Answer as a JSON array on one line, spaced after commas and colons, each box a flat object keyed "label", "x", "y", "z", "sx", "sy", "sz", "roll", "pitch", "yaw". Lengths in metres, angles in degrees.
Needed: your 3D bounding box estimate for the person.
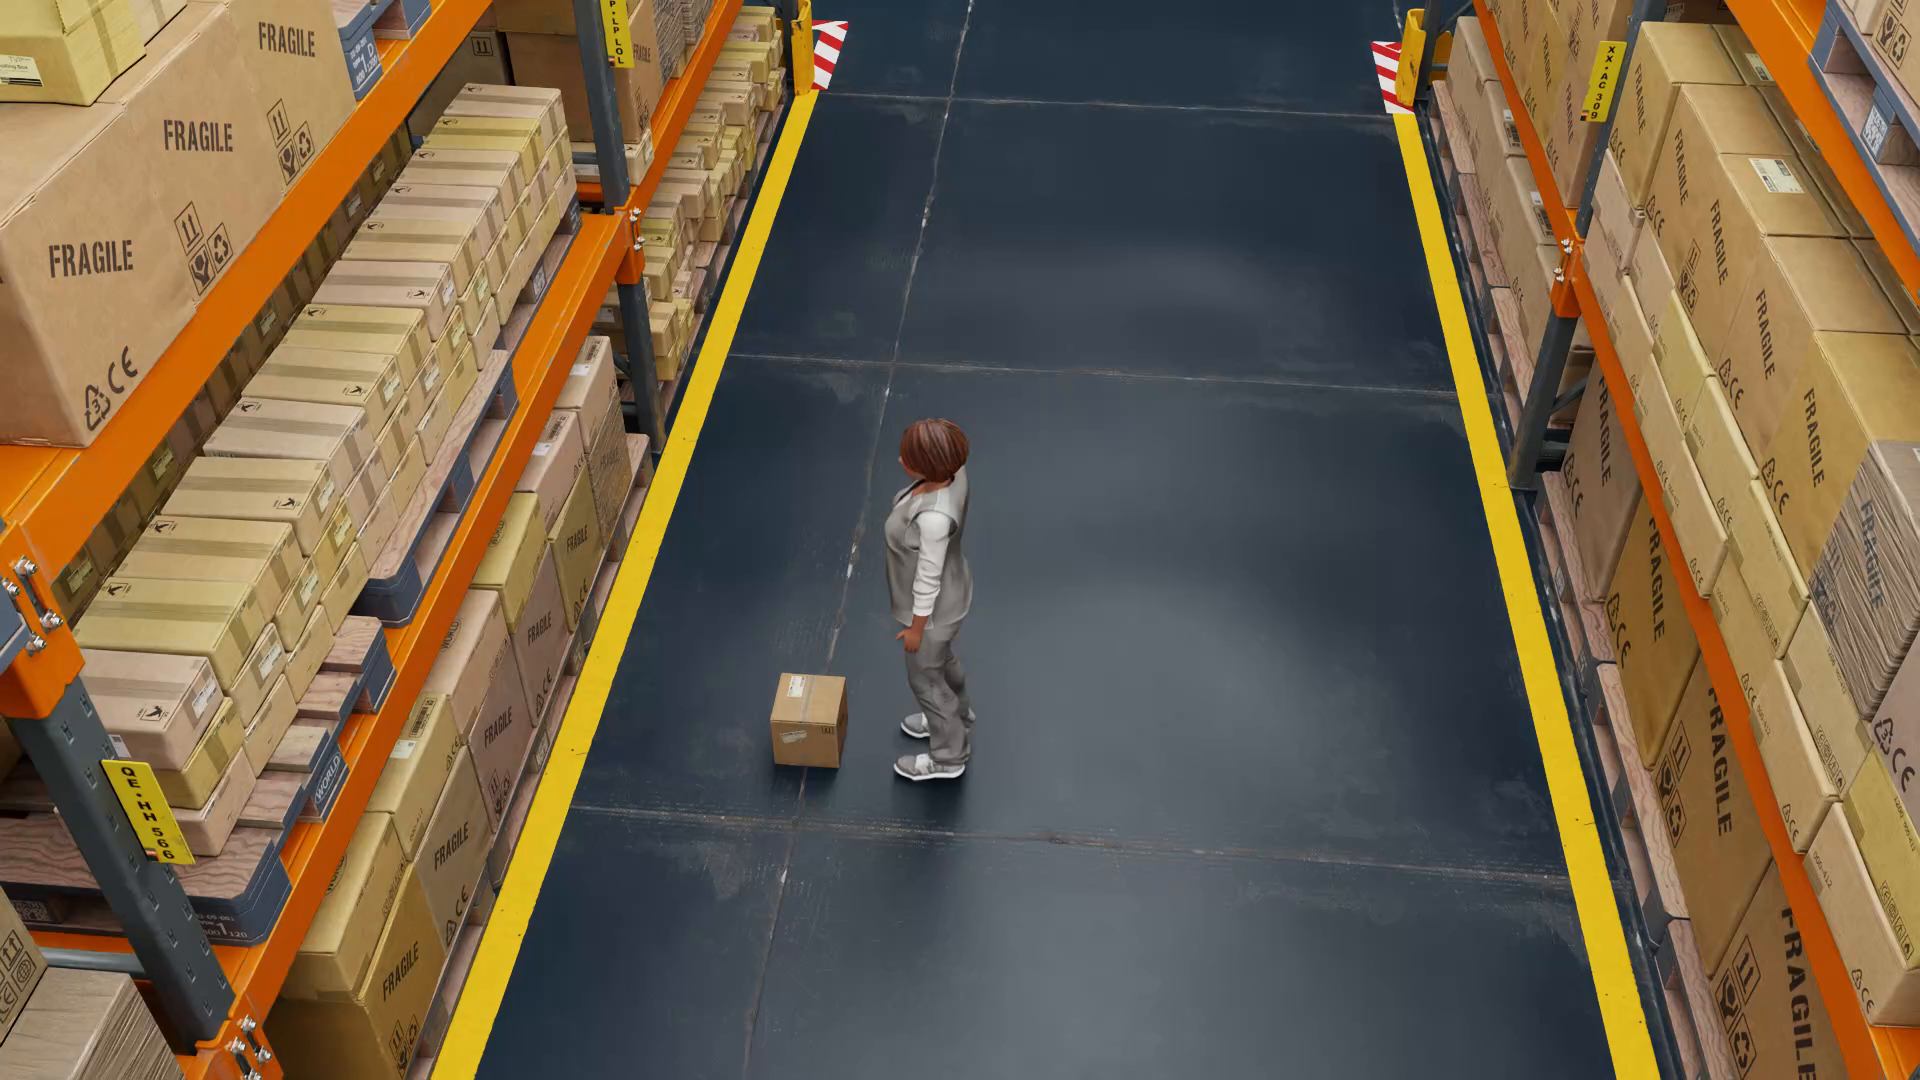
[{"label": "person", "x": -0.102, "y": 0.224, "z": 5.905, "sx": 0.308, "sy": 1.599, "sz": 0.406, "roll": 4, "pitch": 41, "yaw": 5}]
